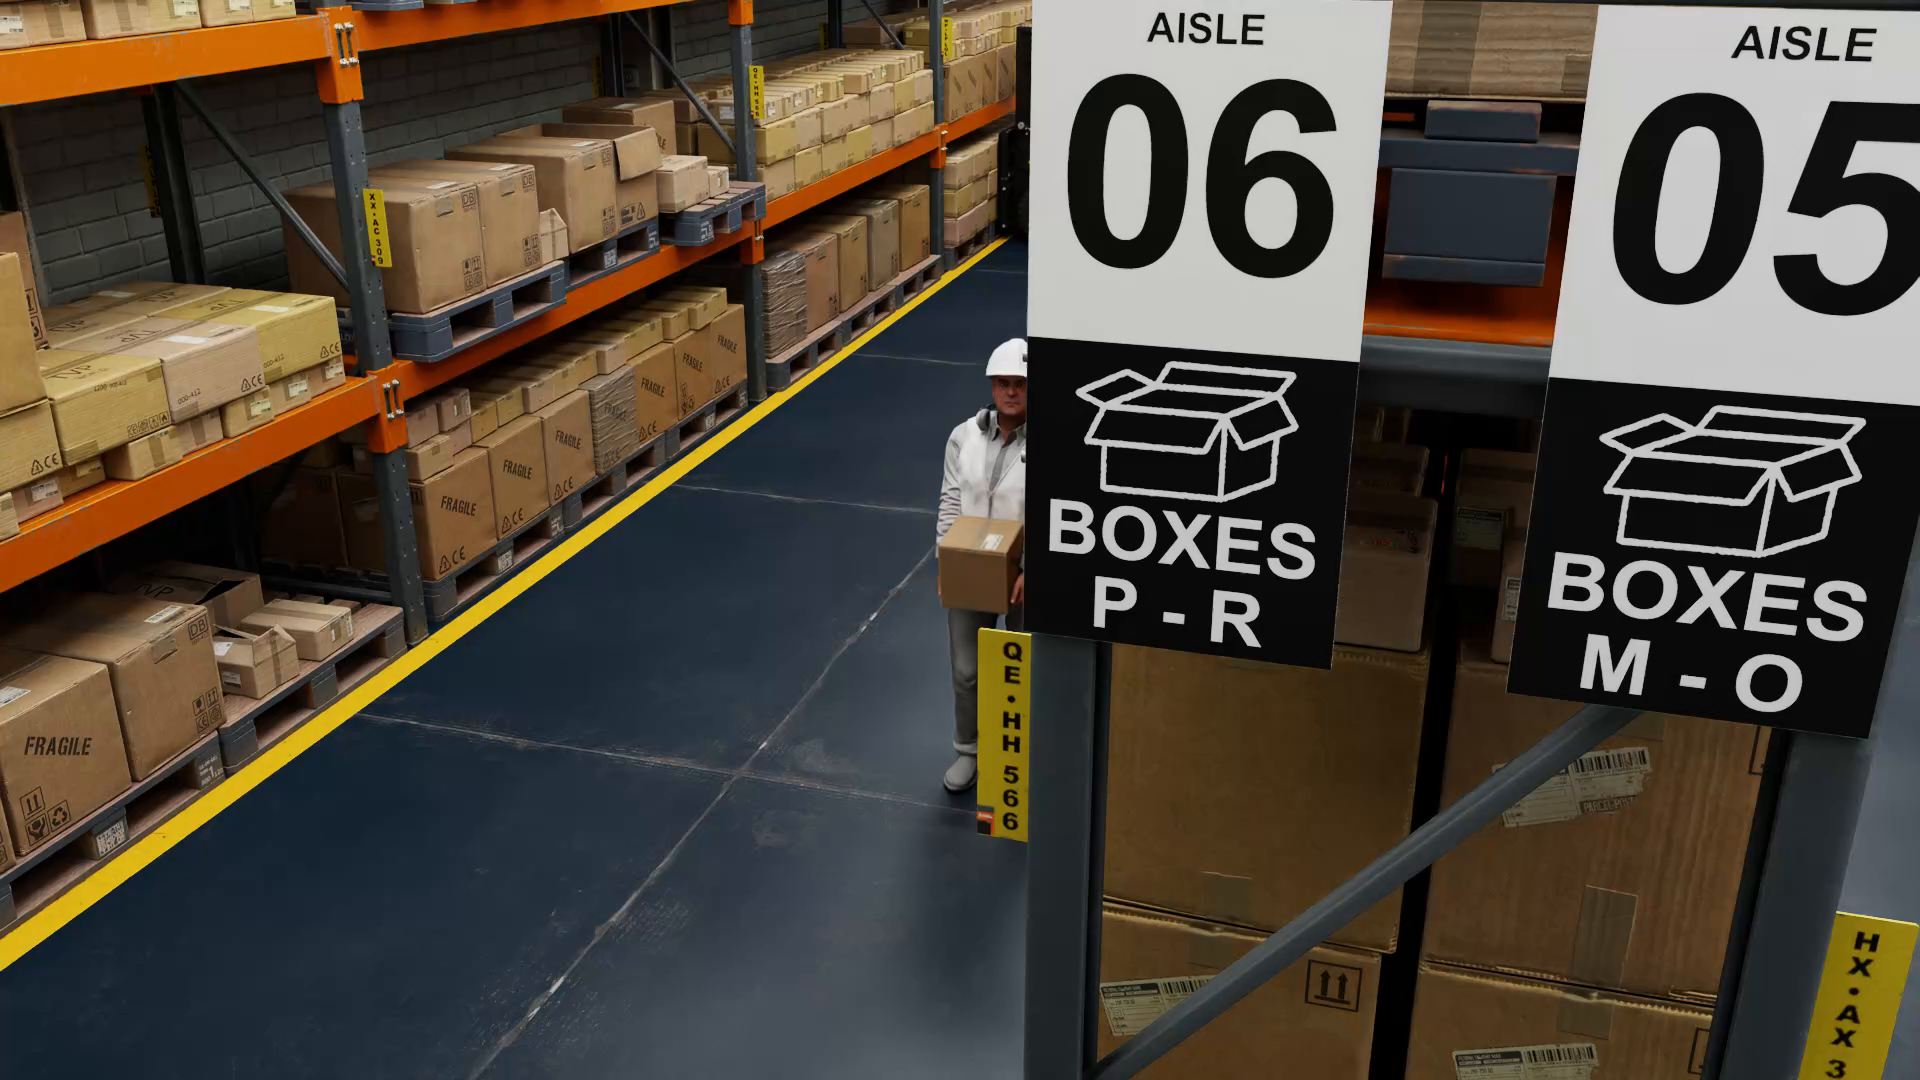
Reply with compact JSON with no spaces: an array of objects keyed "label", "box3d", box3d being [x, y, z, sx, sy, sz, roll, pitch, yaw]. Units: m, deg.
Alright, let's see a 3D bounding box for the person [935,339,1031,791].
[{"label":"person","box3d":[0.153,0.152,6.186,0.494,1.762,0.556,6,23,16]}]
